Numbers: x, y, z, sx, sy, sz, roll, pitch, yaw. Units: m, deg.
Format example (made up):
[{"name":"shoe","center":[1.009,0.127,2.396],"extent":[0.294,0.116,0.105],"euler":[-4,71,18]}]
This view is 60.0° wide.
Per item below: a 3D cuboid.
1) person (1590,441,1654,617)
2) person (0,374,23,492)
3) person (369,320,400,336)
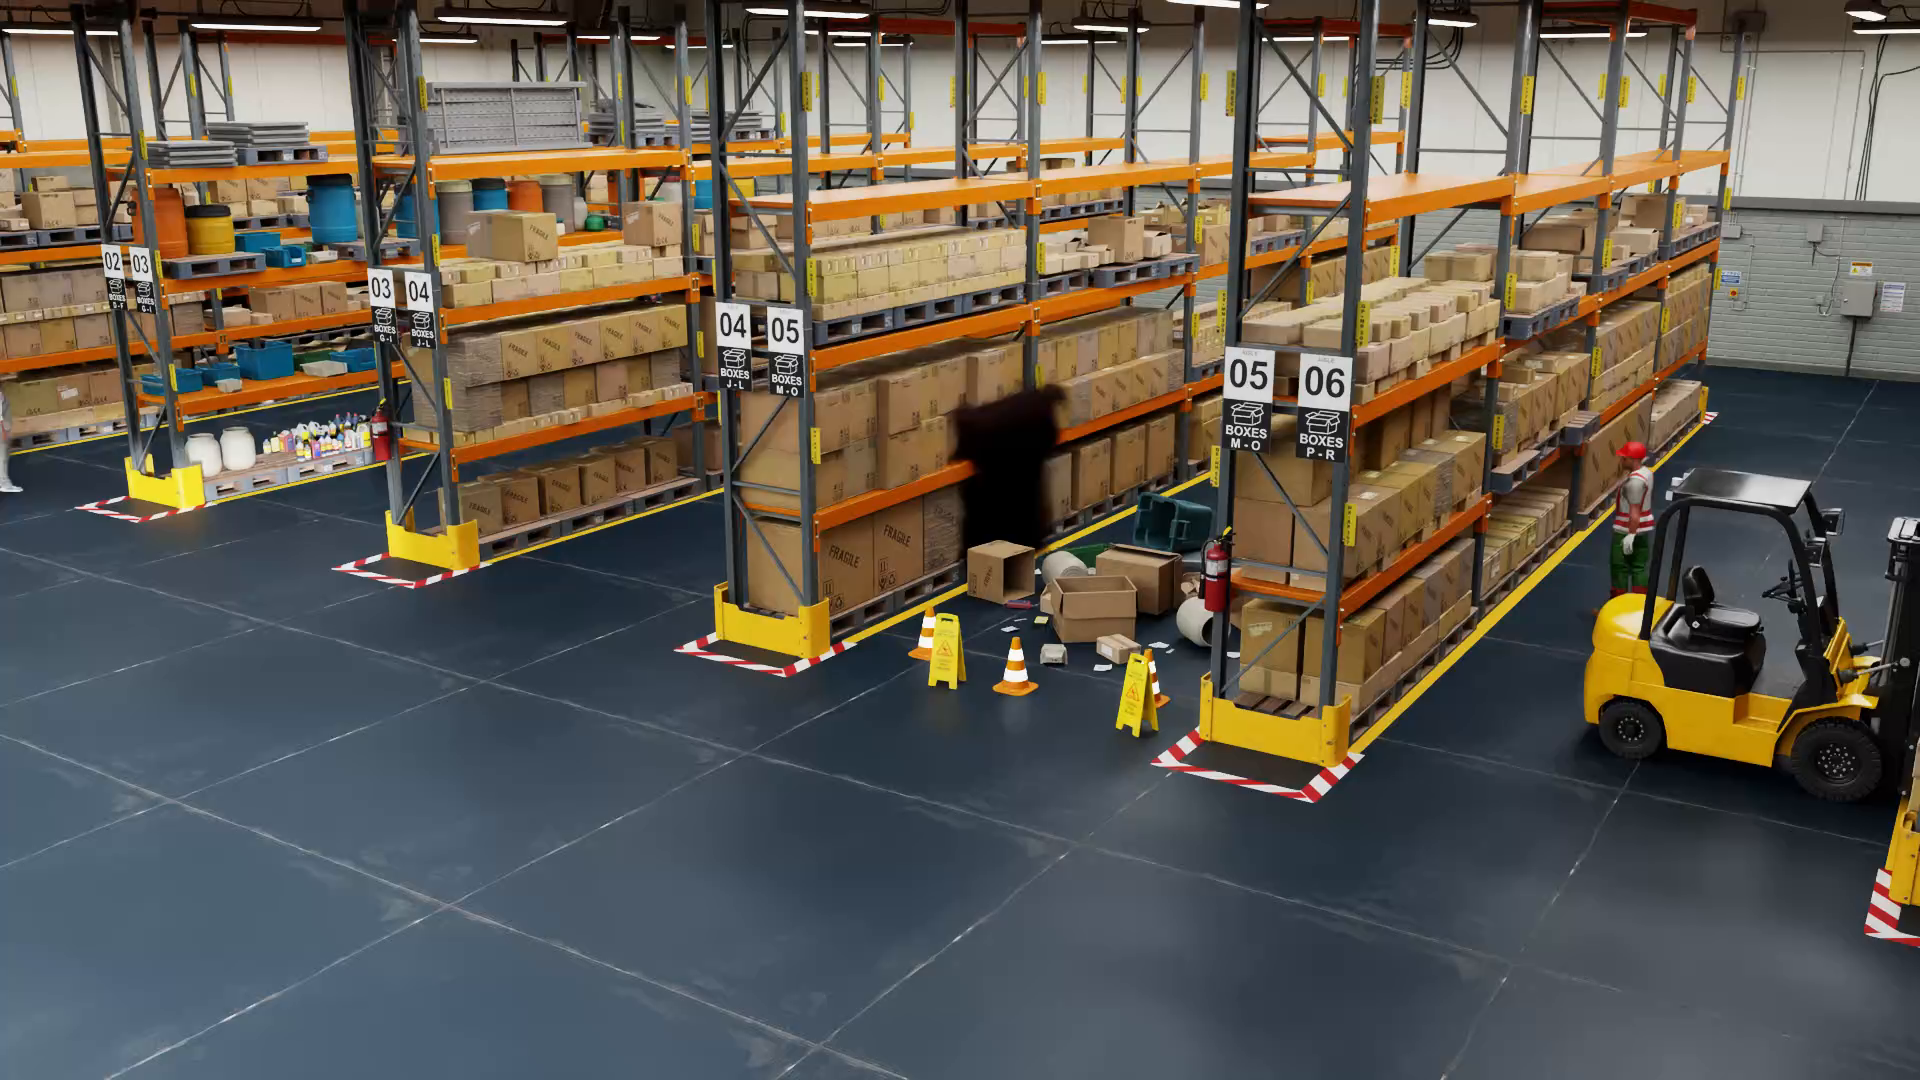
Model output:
[{"name":"person","center":[6.548,-0.083,16.218],"extent":[0.564,1.794,0.457],"euler":[-10,18,-32]},{"name":"person","center":[-12.310,-1.399,21.288],"extent":[0.464,1.619,0.351],"euler":[13,20,38]},{"name":"person","center":[-11.468,-4.661,32.950],"extent":[0.561,1.594,0.900],"euler":[6,17,21]}]
